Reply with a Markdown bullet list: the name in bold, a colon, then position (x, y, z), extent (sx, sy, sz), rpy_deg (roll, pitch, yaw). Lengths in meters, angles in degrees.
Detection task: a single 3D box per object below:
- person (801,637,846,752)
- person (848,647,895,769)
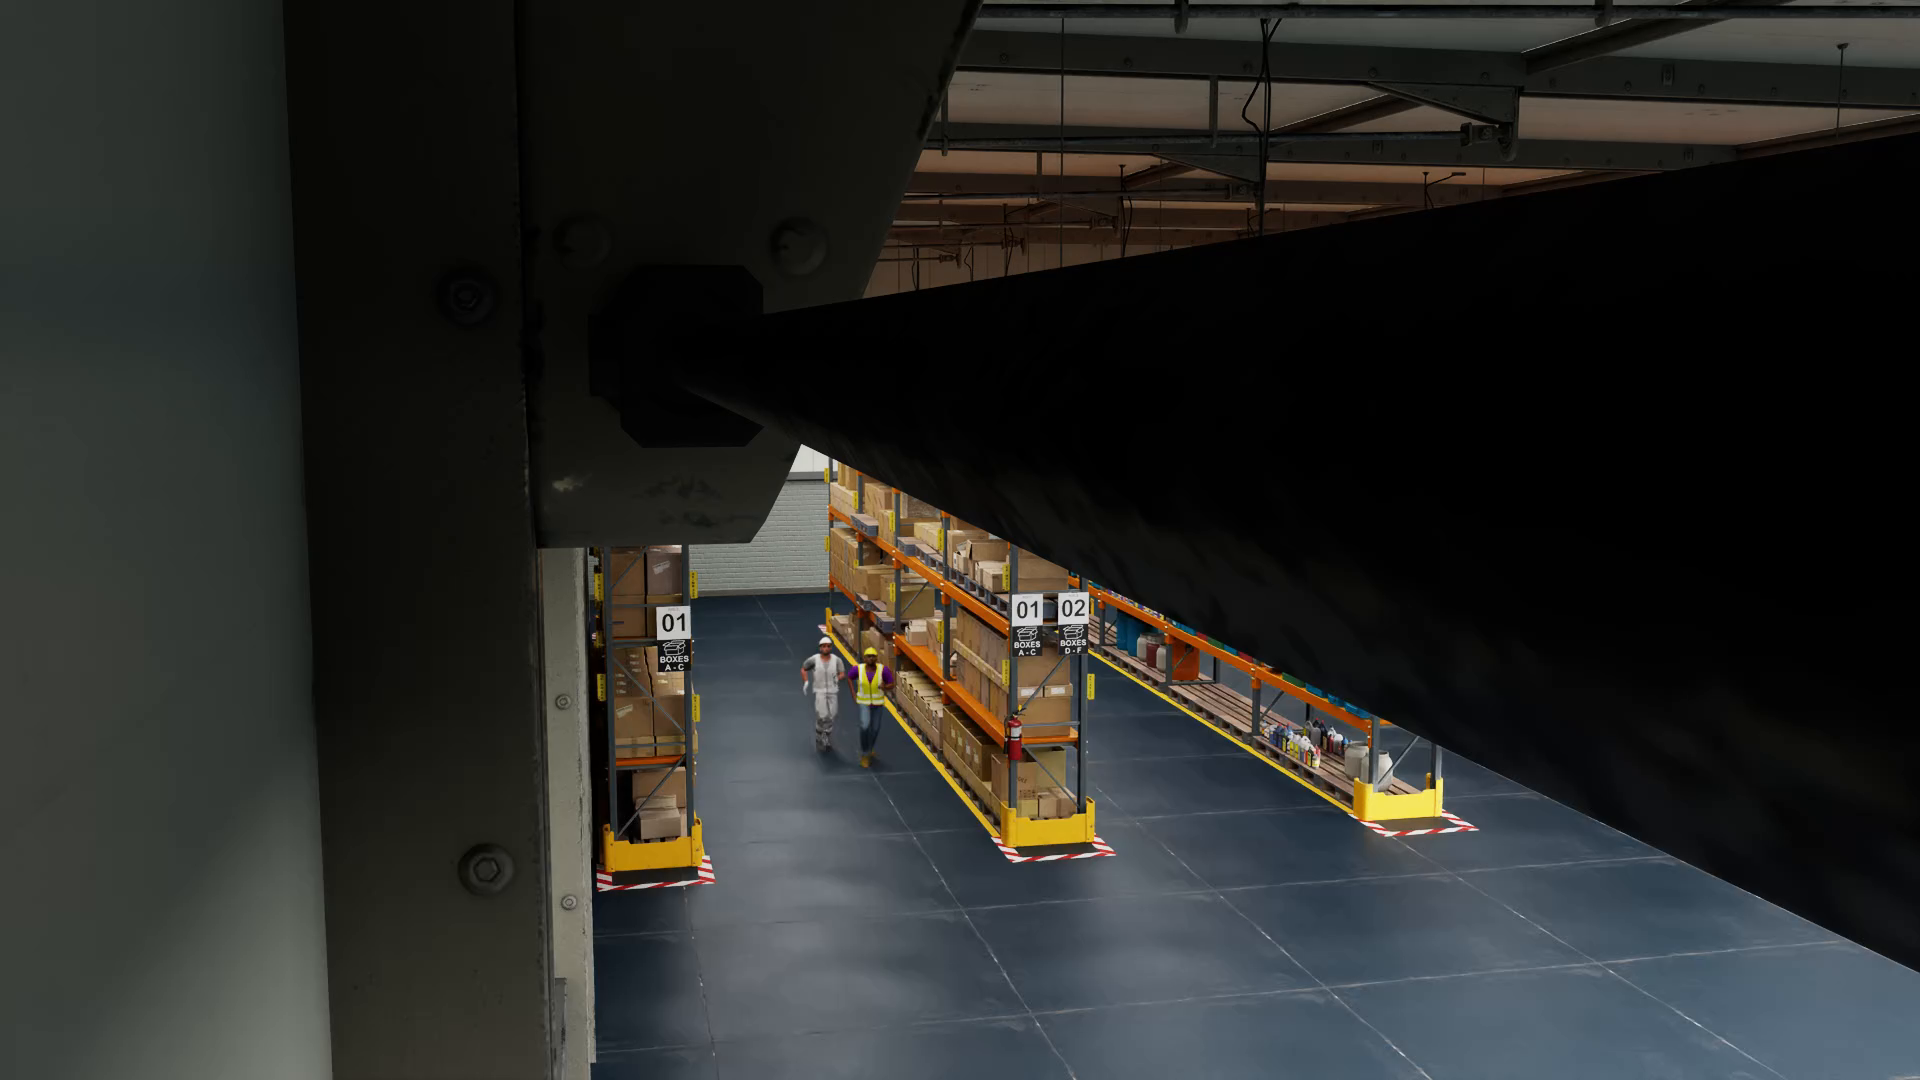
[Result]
- **person**: position (-2.077, 2.386, 25.690), extent (0.648, 1.772, 0.688), rpy_deg (-2, 7, -18)
- **person**: position (-1.331, 2.499, 25.045), extent (0.677, 1.820, 0.778), rpy_deg (-1, 7, -10)
